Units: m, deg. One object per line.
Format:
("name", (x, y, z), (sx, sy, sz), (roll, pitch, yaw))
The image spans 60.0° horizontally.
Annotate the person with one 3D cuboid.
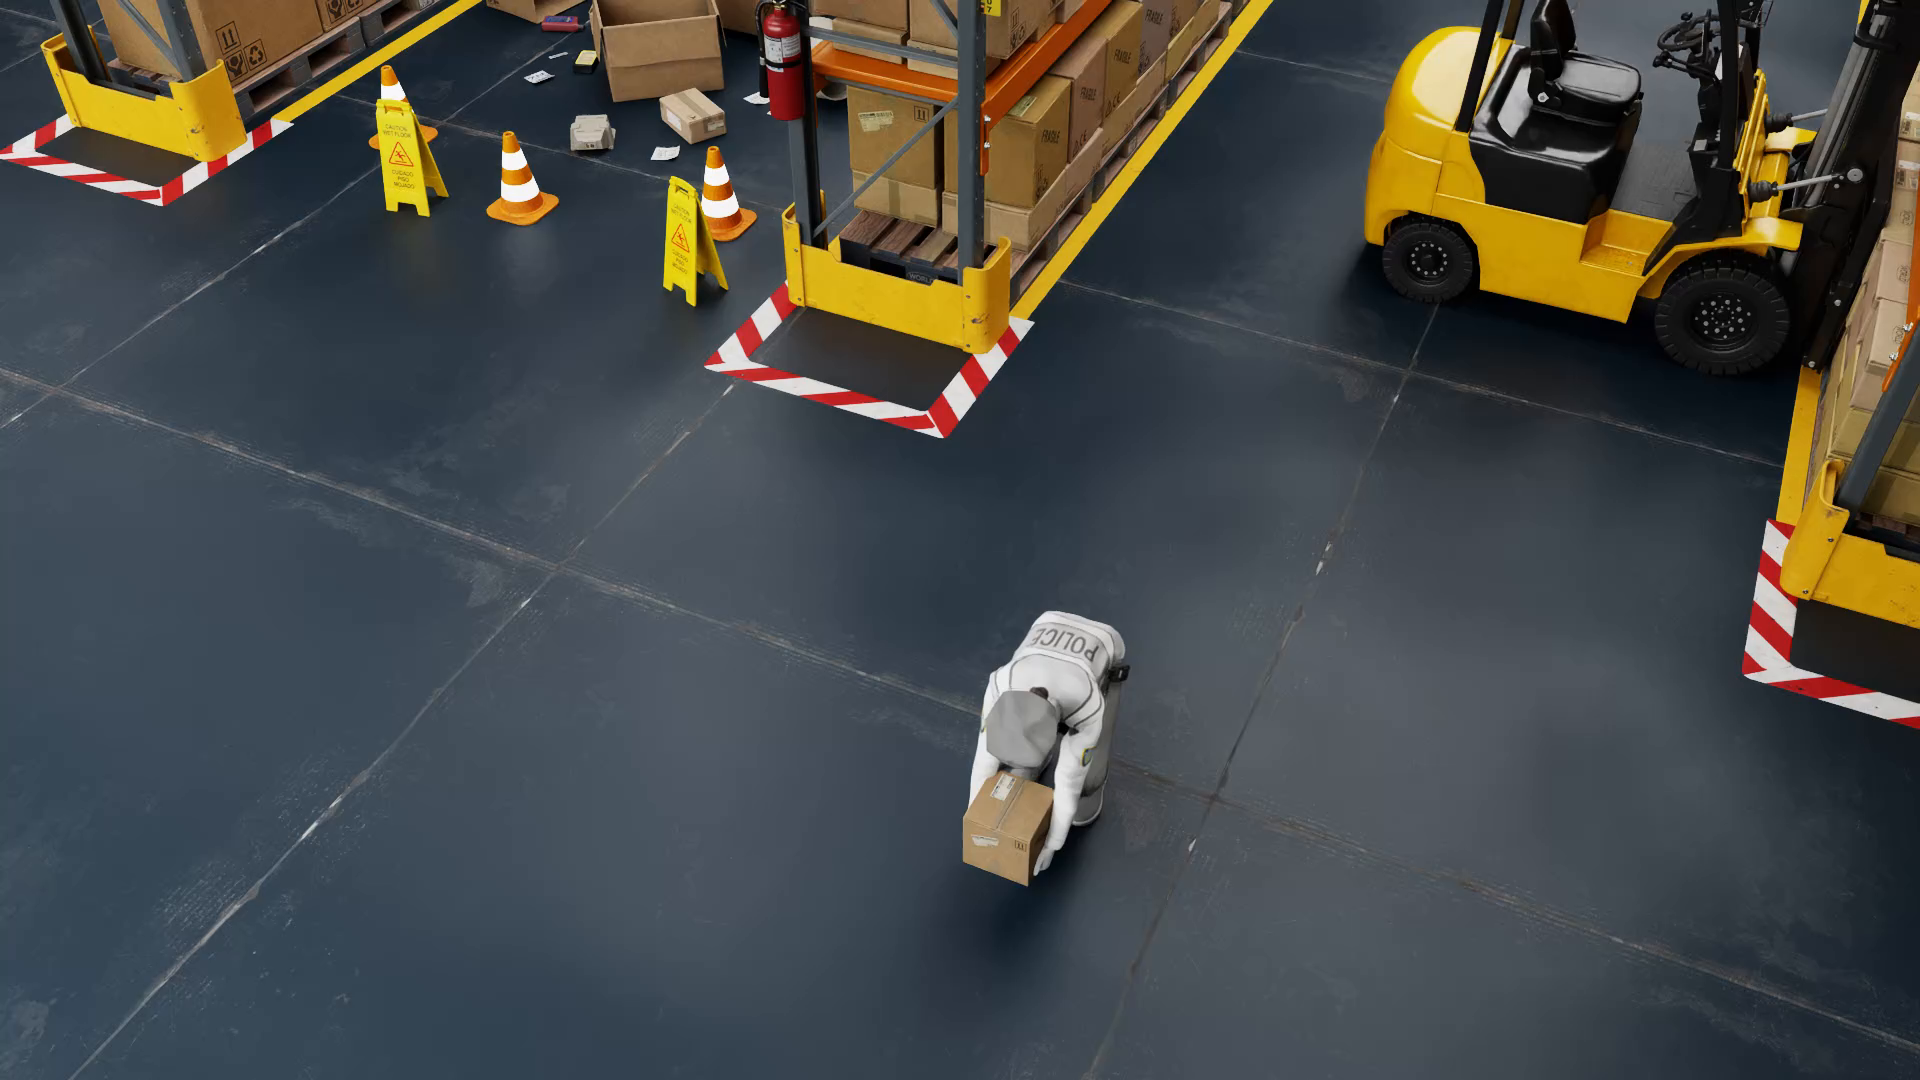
("person", (0.323, 0.692, 5.914), (0.424, 0.978, 0.892), (16, 45, 17))
